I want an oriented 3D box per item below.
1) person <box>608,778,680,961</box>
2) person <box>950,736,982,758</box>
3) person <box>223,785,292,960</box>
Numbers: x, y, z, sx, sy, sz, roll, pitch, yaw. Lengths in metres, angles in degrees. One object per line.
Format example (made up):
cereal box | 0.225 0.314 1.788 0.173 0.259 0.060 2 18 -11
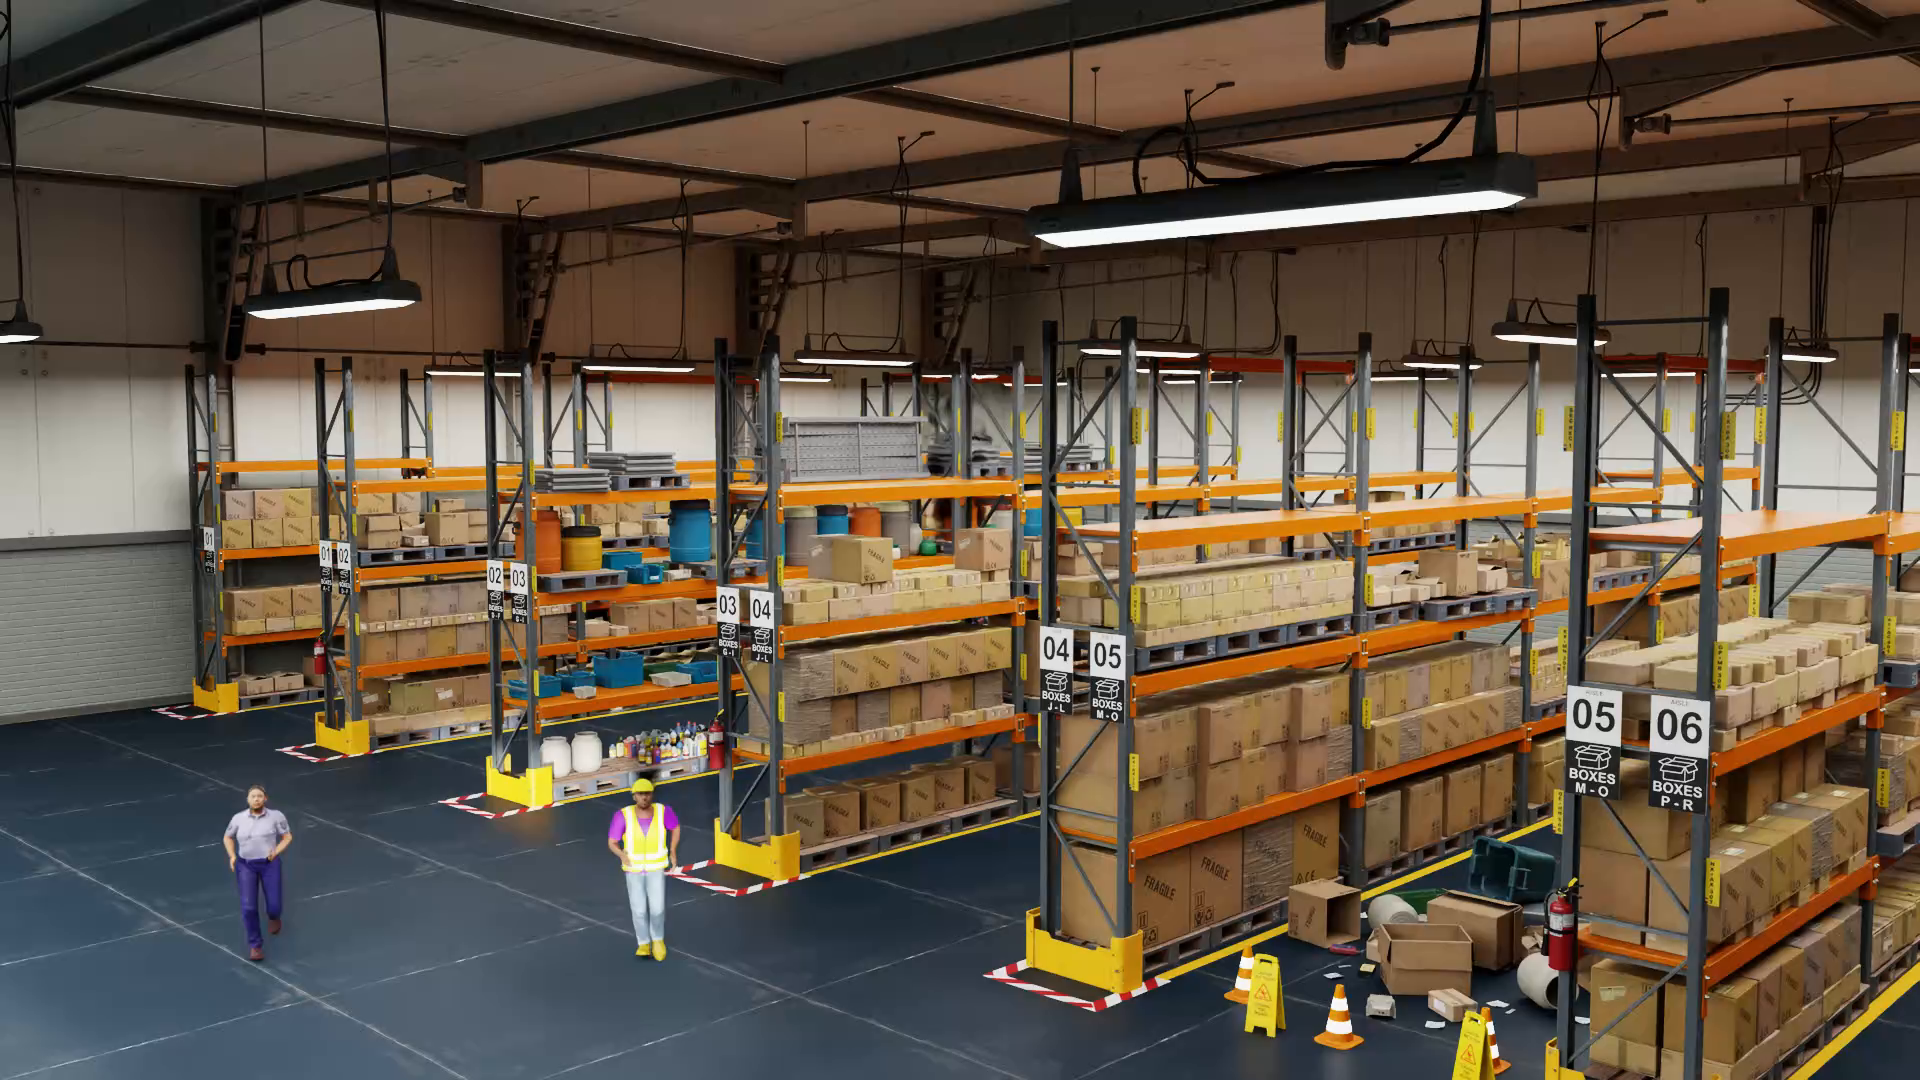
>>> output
person | -2.961 3.098 15.600 0.666 1.751 0.670 -1 4 -9
person | 0.080 2.433 24.851 0.601 1.752 0.675 3 5 36
person | -6.726 3.144 15.936 0.615 1.602 0.727 -2 5 -20
